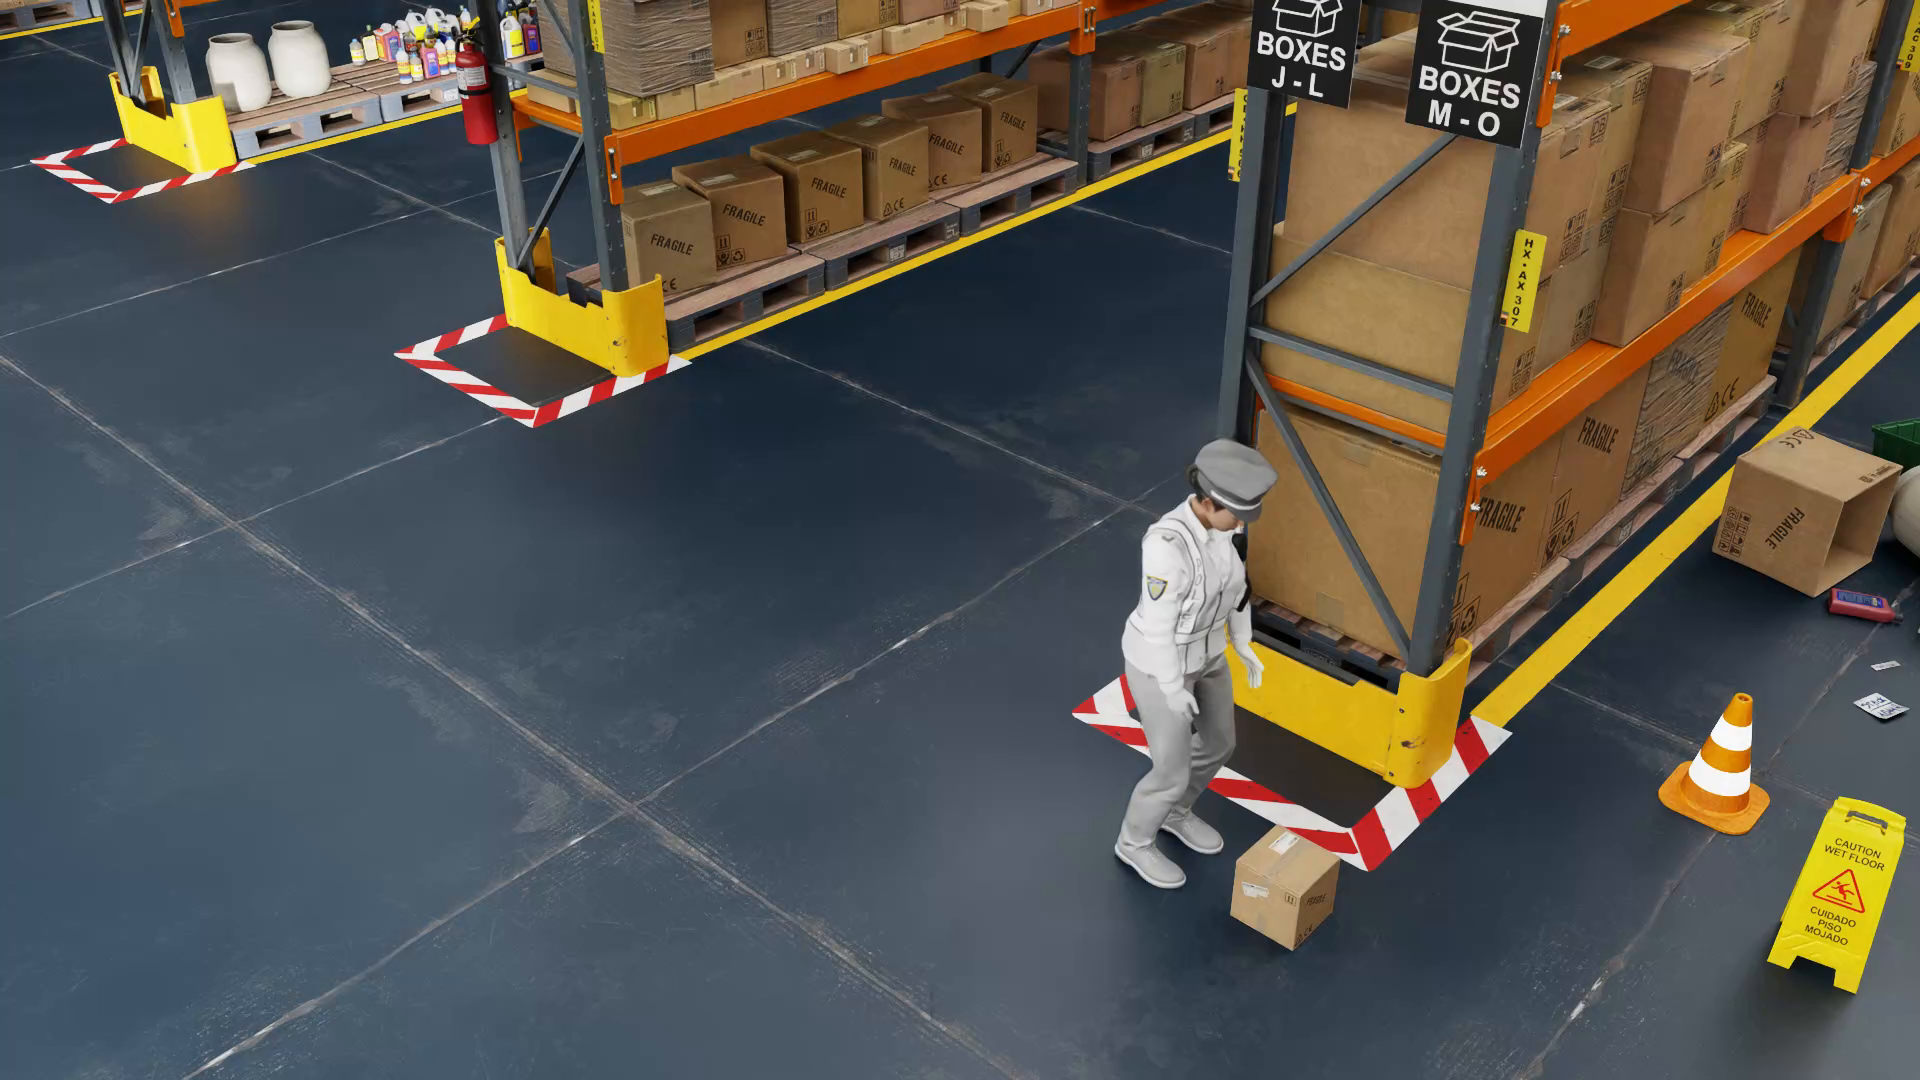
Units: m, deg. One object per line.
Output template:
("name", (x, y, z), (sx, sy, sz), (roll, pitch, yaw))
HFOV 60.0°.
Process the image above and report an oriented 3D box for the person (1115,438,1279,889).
("person", (0.774, 0.410, 5.506), (0.428, 1.635, 0.496), (26, 40, 36))
